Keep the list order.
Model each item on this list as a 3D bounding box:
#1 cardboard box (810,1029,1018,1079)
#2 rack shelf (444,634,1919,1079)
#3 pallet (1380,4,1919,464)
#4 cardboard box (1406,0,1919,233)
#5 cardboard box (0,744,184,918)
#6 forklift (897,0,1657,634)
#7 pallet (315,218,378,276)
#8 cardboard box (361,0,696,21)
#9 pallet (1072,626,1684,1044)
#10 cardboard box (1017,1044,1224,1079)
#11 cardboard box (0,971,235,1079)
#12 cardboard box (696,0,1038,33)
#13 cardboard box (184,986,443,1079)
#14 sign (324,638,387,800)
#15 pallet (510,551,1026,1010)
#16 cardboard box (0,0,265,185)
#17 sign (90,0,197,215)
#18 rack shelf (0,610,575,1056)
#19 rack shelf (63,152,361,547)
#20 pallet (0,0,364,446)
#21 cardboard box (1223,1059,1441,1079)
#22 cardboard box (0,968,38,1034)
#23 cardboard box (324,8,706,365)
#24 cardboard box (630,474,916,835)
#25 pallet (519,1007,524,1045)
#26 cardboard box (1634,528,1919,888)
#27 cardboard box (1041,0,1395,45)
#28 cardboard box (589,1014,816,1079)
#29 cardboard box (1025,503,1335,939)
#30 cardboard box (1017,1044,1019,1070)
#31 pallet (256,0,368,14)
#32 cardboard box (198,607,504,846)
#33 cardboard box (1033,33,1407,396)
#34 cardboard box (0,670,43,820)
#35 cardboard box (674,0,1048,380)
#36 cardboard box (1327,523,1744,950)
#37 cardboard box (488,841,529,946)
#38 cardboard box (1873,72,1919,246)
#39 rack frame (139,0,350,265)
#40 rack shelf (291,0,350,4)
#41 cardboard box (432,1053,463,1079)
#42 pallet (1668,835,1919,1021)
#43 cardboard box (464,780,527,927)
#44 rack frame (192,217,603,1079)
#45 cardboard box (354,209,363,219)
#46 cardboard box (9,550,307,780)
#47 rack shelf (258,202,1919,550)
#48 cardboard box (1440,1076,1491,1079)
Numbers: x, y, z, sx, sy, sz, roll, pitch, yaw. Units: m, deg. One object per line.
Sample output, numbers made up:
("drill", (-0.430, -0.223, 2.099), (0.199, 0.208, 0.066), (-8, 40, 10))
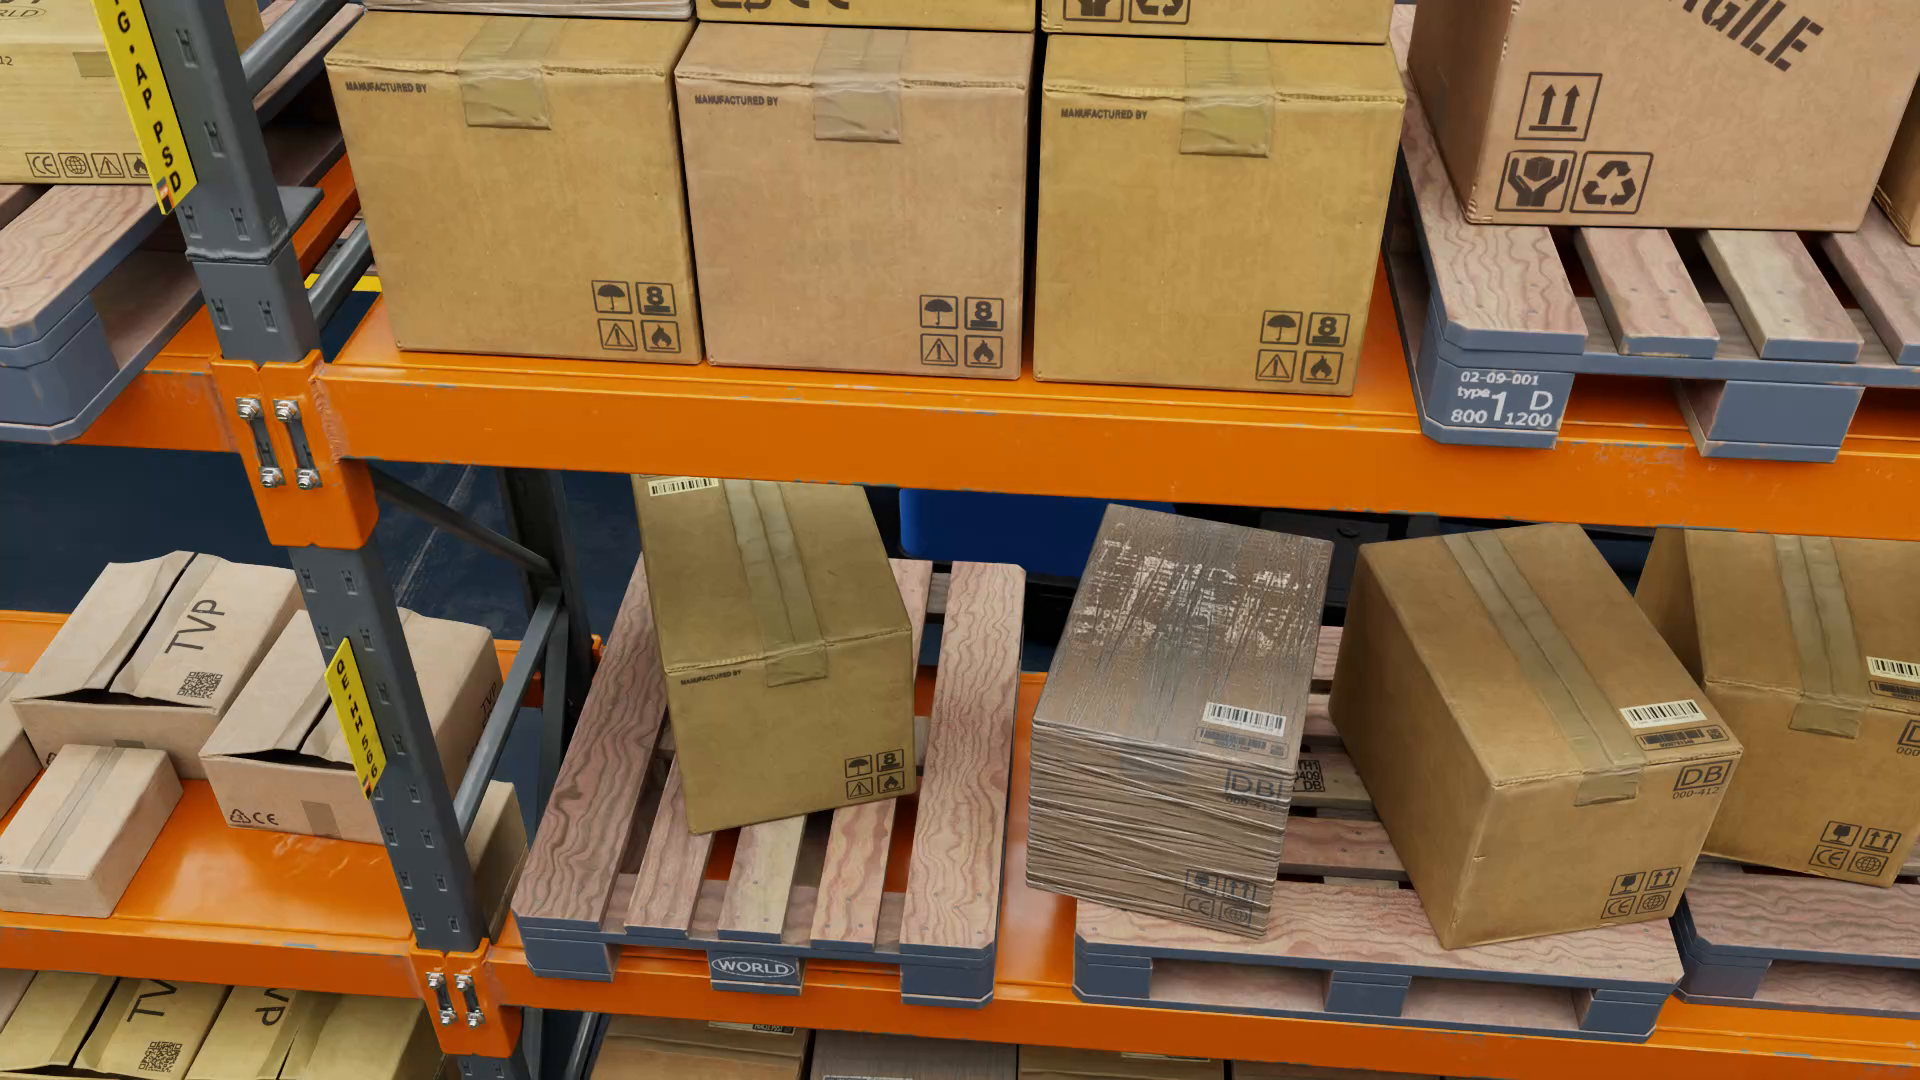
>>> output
("cardboard box", (-0.111, 1.460, 4.212), (0.500, 0.500, 0.500), (2, 39, 2))
("rack shelf", (0.931, 0.819, 3.937), (4.000, 0.370, 1.077), (3, 39, 4))
("pallet", (1.246, -0.575, 2.853), (1.003, 0.211, 1.213), (3, 39, 4))
("cardboard box", (1.099, -0.899, 2.611), (0.600, 0.600, 0.600), (2, 39, 2))
("cardboard box", (-1.981, 0.654, 3.770), (0.250, 0.149, 0.380), (3, 39, 4))
("forklift", (1.334, -0.973, 5.624), (3.031, 2.935, 1.130), (7, 40, 8))
("pallet", (-2.628, -1.714, 8.689), (1.213, 0.211, 1.003), (3, 39, 4))
("cardboard box", (-0.627, -1.131, 2.516), (0.500, 0.500, 0.500), (3, 39, 4))
("pallet", (0.876, 0.609, 3.778), (1.213, 0.211, 1.003), (3, 39, 4))
("cardboard box", (0.389, 1.490, 4.175), (0.500, 0.500, 0.500), (3, 39, 3))
("cardboard box", (-2.123, 1.220, 4.277), (0.500, 0.311, 0.500), (3, 39, 3))
("cardboard box", (-0.119, -1.103, 2.482), (0.500, 0.500, 0.500), (3, 39, 4))
("cardboard box", (-1.605, 1.244, 4.247), (0.500, 0.311, 0.500), (4, 39, 5))
("sign", (-1.106, 0.332, 3.049), (0.005, 0.325, 0.100), (3, 39, 4))
("pallet", (-0.380, 0.499, 3.913), (1.003, 0.211, 1.213), (3, 39, 4))
("cardboard box", (-1.518, -0.826, 2.799), (0.500, 0.250, 0.500), (0, 39, 1))
("sign", (-1.118, -0.615, 2.280), (0.005, 0.325, 0.100), (3, 39, 4))
("rack shelf", (-3.054, 0.601, 4.205), (4.000, 0.370, 1.077), (3, 39, 4))
("rack shelf", (-3.054, -0.562, 3.258), (4.000, 0.370, 1.077), (3, 39, 4))
("pallet", (-1.745, -0.639, 2.933), (1.003, 0.211, 1.213), (5, 39, 6))
("cardboard box", (0.909, 1.515, 4.144), (0.500, 0.500, 0.500), (2, 39, 2))
("cardboard box", (-2.626, 1.190, 4.313), (0.500, 0.311, 0.500), (3, 39, 4))
("cardboard box", (-0.624, -0.768, 2.862), (0.500, 0.500, 0.910), (3, 39, 4))
("cardboard box", (-0.424, 0.193, 3.725), (0.500, 0.500, 0.700), (-9, 40, -11))
("pallet", (-1.878, 1.444, 4.809), (1.213, 0.211, 1.003), (3, 39, 4))
("cardboard box", (1.780, 0.284, 3.614), (0.500, 0.500, 0.700), (9, 40, 11))
("cardboard box", (0.389, -1.075, 2.447), (0.500, 0.500, 0.500), (3, 39, 4))
("cardboard box", (-0.633, 1.435, 4.243), (0.500, 0.500, 0.500), (5, 39, 6))
("cardboard box", (0.470, 0.363, 3.516), (0.500, 0.500, 0.700), (10, 40, 12))
("cardboard box", (0.406, 1.162, 4.578), (0.500, 0.500, 0.500), (2, 39, 2))
("pallet", (-2.614, -2.692, 7.833), (1.213, 0.211, 1.003), (3, 39, 4))
("cardboard box", (-1.420, 0.419, 3.930), (0.500, 0.311, 0.500), (5, 39, 7))
("cardboard box", (0.402, -0.712, 2.793), (0.500, 0.500, 0.910), (3, 39, 4))
("cardboard box", (-2.337, 0.495, 3.965), (0.250, 0.149, 0.380), (6, 40, 7))
("cardboard box", (-0.116, -0.740, 2.828), (0.500, 0.500, 0.910), (3, 39, 4))
("cardboard box", (1.158, 0.390, 3.483), (0.500, 0.500, 0.700), (-6, 40, -8))
("cardboard box", (-1.558, 1.122, 4.841), (0.500, 0.250, 0.500), (3, 39, 4))
("cardboard box", (1.760, -0.850, 2.551), (0.600, 0.600, 0.600), (3, 39, 3))
("rack frame", (-1.061, -1.895, 1.950), (0.127, 3.000, 1.000), (3, 39, 4))
("rack shelf", (-2.630, -2.514, 8.033), (4.000, 0.370, 1.077), (3, 39, 4))
("cardboard box", (-1.607, 1.460, 4.426), (0.500, 0.250, 0.500), (4, 39, 5))
("pallet", (2.137, 0.612, 3.775), (1.213, 0.211, 1.003), (3, 39, 4))
("cardboard box", (-1.558, 0.904, 4.664), (0.500, 0.311, 0.500), (4, 39, 5))
("rack frame", (-1.061, 0.431, 3.844), (0.127, 3.000, 1.000), (3, 39, 4))
("cardboard box", (-2.864, -2.024, 8.492), (0.500, 0.500, 0.700), (4, 39, 4))
("cardboard box", (-1.936, 0.295, 4.081), (0.500, 0.311, 0.500), (3, 39, 3))
("rack shelf", (0.931, -0.344, 2.990), (4.000, 0.370, 1.077), (3, 39, 4))
("cardboard box", (1.416, 1.542, 4.111), (0.500, 0.500, 0.500), (4, 39, 4))
